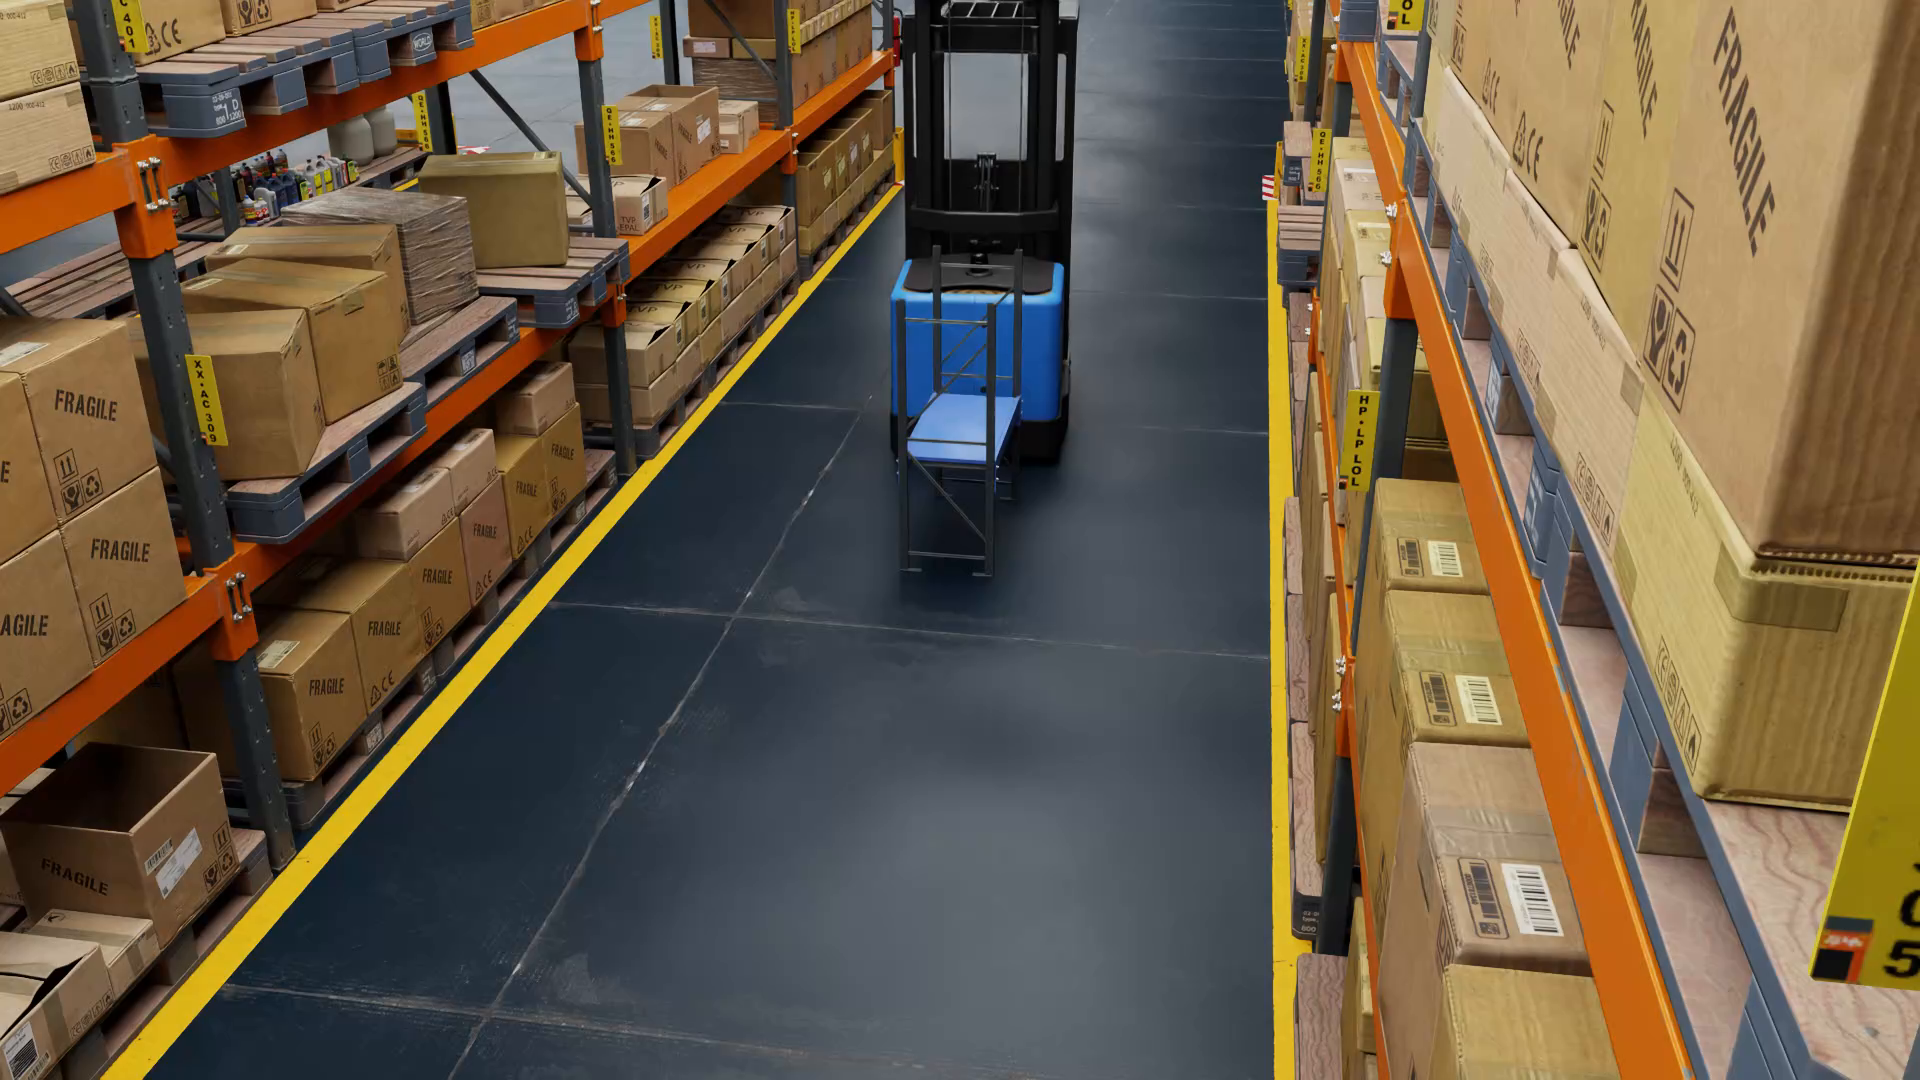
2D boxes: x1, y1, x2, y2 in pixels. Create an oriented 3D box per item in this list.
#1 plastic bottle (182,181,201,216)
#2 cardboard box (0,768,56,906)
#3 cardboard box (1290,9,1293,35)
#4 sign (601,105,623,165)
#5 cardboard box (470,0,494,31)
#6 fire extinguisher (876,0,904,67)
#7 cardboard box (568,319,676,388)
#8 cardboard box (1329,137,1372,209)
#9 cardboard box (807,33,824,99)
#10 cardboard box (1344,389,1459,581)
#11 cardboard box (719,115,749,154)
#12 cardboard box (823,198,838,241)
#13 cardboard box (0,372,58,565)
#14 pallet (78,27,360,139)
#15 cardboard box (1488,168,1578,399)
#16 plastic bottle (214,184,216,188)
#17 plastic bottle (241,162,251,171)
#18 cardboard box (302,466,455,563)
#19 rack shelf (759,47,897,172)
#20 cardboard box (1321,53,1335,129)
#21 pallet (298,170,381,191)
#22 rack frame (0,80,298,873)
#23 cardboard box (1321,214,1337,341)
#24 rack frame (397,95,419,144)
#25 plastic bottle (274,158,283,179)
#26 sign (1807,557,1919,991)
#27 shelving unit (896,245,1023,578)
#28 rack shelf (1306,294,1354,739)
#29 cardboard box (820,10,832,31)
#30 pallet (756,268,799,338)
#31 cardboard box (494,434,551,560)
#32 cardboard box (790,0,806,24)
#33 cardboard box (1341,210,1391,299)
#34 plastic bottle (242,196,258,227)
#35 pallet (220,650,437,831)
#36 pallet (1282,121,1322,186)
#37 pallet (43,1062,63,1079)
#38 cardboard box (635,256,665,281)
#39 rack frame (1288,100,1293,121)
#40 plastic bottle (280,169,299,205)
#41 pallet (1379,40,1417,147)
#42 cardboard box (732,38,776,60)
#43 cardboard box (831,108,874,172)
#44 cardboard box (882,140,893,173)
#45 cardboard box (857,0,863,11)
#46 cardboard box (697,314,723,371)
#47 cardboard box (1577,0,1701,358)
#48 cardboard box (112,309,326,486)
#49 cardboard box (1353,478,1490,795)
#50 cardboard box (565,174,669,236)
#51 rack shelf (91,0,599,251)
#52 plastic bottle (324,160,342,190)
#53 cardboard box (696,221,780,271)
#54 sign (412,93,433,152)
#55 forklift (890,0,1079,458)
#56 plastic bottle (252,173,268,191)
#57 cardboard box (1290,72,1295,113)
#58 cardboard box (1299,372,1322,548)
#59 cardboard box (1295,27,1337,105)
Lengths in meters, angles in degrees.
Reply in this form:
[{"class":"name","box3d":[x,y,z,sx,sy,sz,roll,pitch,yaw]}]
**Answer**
[{"class":"plastic bottle","box3d":[-6.885,-3.100,14.941,0.144,0.351,0.185,3,25,7]},{"class":"cardboard box","box3d":[-3.410,1.058,6.104,0.500,0.311,0.500,4,25,9]},{"class":"cardboard box","box3d":[3.347,-4.900,15.449,0.500,0.500,0.500,4,25,9]},{"class":"sign","box3d":[-1.937,-2.249,9.243,0.100,0.325,0.005,4,25,9]},{"class":"cardboard box","box3d":[-2.680,-2.582,7.572,0.910,0.500,0.500,4,25,9]},{"class":"fire extinguisher","box3d":[-0.689,-5.122,16.745,0.296,0.674,0.183,4,25,9]},{"class":"cardboard box","box3d":[-2.099,-1.191,10.344,0.500,0.311,0.500,5,26,10]},{"class":"cardboard box","box3d":[2.081,-1.797,8.173,0.500,0.250,0.500,5,25,10]},{"class":"cardboard box","box3d":[-1.588,-4.129,14.414,0.700,0.500,0.500,4,25,9]},{"class":"cardboard box","box3d":[1.587,-0.179,5.601,0.500,0.500,0.500,4,25,8]},{"class":"cardboard box","box3d":[-1.783,-3.025,12.334,0.396,0.266,0.258,3,25,7]},{"class":"cardboard box","box3d":[-1.359,-2.793,14.427,0.500,0.250,0.500,4,25,9]},{"class":"cardboard box","box3d":[-3.036,-0.175,4.788,0.500,0.500,0.500,4,25,8]},{"class":"pallet","box3d":[-2.952,-1.662,5.946,1.213,0.211,1.003,4,25,9]},{"class":"cardboard box","box3d":[1.128,-0.393,2.576,0.500,0.250,0.500,3,25,7]},{"class":"plastic bottle","box3d":[-6.704,-3.147,15.129,0.152,0.276,0.135,4,25,9]},{"class":"plastic bottle","box3d":[-6.762,-3.441,15.763,0.097,0.271,0.097,0,25,0]},{"class":"cardboard box","box3d":[-2.645,-0.131,7.537,0.500,0.250,0.500,4,25,9]},{"class":"rack shelf","box3d":[-1.493,-3.977,15.058,1.077,0.370,4.000,4,25,9]},{"class":"cardboard box","box3d":[2.951,-3.159,11.824,0.700,0.500,0.500,4,25,9]},{"class":"pallet","box3d":[-6.358,-3.338,16.133,1.003,0.211,1.213,4,25,9]},{"class":"rack frame","box3d":[-3.128,-0.121,5.970,1.000,3.000,0.127,4,25,9]},{"class":"cardboard box","box3d":[1.987,-1.237,7.863,0.500,0.500,0.500,5,26,10]},{"class":"rack frame","box3d":[-6.053,-5.484,17.429,1.000,3.000,0.127,4,25,9]},{"class":"plastic bottle","box3d":[-6.673,-3.636,16.262,0.097,0.201,0.097,0,25,0]},{"class":"sign","box3d":[0.573,0.127,0.952,0.100,0.325,0.005,4,25,9]},{"class":"shelving unit","box3d":[0.014,-0.715,9.008,0.538,1.500,1.048,4,25,9]},{"class":"rack shelf","box3d":[2.087,-0.290,7.180,1.077,0.370,4.000,4,25,9]},{"class":"cardboard box","box3d":[-1.336,-4.553,14.555,0.380,0.149,0.250,4,25,8]},{"class":"pallet","box3d":[-1.902,-1.893,13.045,1.003,0.211,1.213,4,25,9]},{"class":"cardboard box","box3d":[-2.480,-0.237,8.648,0.500,0.500,0.500,3,25,7]},{"class":"cardboard box","box3d":[-1.673,-4.497,13.671,0.700,0.500,0.500,4,25,8]},{"class":"cardboard box","box3d":[1.843,-1.161,6.814,0.500,0.250,0.500,4,25,7]},{"class":"plastic bottle","box3d":[-6.222,-2.878,14.560,0.097,0.271,0.097,0,25,0]},{"class":"pallet","box3d":[-3.032,0.799,7.294,1.003,0.211,1.213,4,25,9]},{"class":"pallet","box3d":[2.799,-2.729,11.767,1.003,0.211,1.213,4,25,9]},{"class":"pallet","box3d":[-3.438,1.941,4.854,1.003,0.211,1.213,4,25,9]},{"class":"cardboard box","box3d":[-2.383,-1.867,11.787,0.500,0.311,0.500,5,25,10]},{"class":"rack frame","box3d":[3.721,-4.798,15.962,1.000,3.000,0.127,4,25,9]},{"class":"plastic bottle","box3d":[-6.134,-3.199,15.151,0.144,0.351,0.185,3,25,6]},{"class":"pallet","box3d":[1.861,-1.438,5.471,0.805,0.209,1.217,3,25,6]},{"class":"cardboard box","box3d":[-1.585,-3.905,13.171,0.380,0.149,0.250,4,25,8]},{"class":"cardboard box","box3d":[-1.109,-3.760,15.608,0.500,0.500,0.500,4,25,9]},{"class":"cardboard box","box3d":[-0.963,-3.840,16.663,0.500,0.250,0.500,4,25,9]},{"class":"cardboard box","box3d":[-1.124,-5.089,15.701,0.380,0.149,0.250,4,25,8]},{"class":"cardboard box","box3d":[-1.938,-1.366,11.377,0.500,0.250,0.500,3,25,7]},{"class":"cardboard box","box3d":[1.049,-0.506,1.933,0.500,0.500,0.500,5,26,10]},{"class":"cardboard box","box3d":[-2.829,-0.539,6.250,0.700,0.500,0.500,-4,25,-9]},{"class":"cardboard box","box3d":[1.655,0.311,4.694,0.980,0.700,0.700,4,25,9]},{"class":"cardboard box","box3d":[-2.137,-2.114,10.333,0.500,0.311,0.500,4,25,8]},{"class":"rack shelf","box3d":[-2.801,-1.990,7.274,1.077,0.370,4.000,4,25,9]},{"class":"plastic bottle","box3d":[-6.011,-3.490,15.862,0.152,0.276,0.135,3,25,7]},{"class":"cardboard box","box3d":[-1.682,-2.258,12.623,0.500,0.311,0.500,5,25,10]},{"class":"sign","box3d":[-3.022,-2.355,9.378,0.100,0.325,0.005,4,25,9]},{"class":"forklift","box3d":[0.205,-2.418,10.959,1.130,2.935,3.031,2,25,4]},{"class":"plastic bottle","box3d":[-6.307,-3.130,15.004,0.144,0.351,0.185,4,25,9]},{"class":"cardboard box","box3d":[3.002,-3.705,13.779,0.500,0.250,0.500,4,25,8]},{"class":"cardboard box","box3d":[2.164,-0.370,8.543,0.750,0.750,0.750,4,25,8]},{"class":"cardboard box","box3d":[2.840,-3.625,12.725,0.500,0.500,0.500,4,25,8]}]
